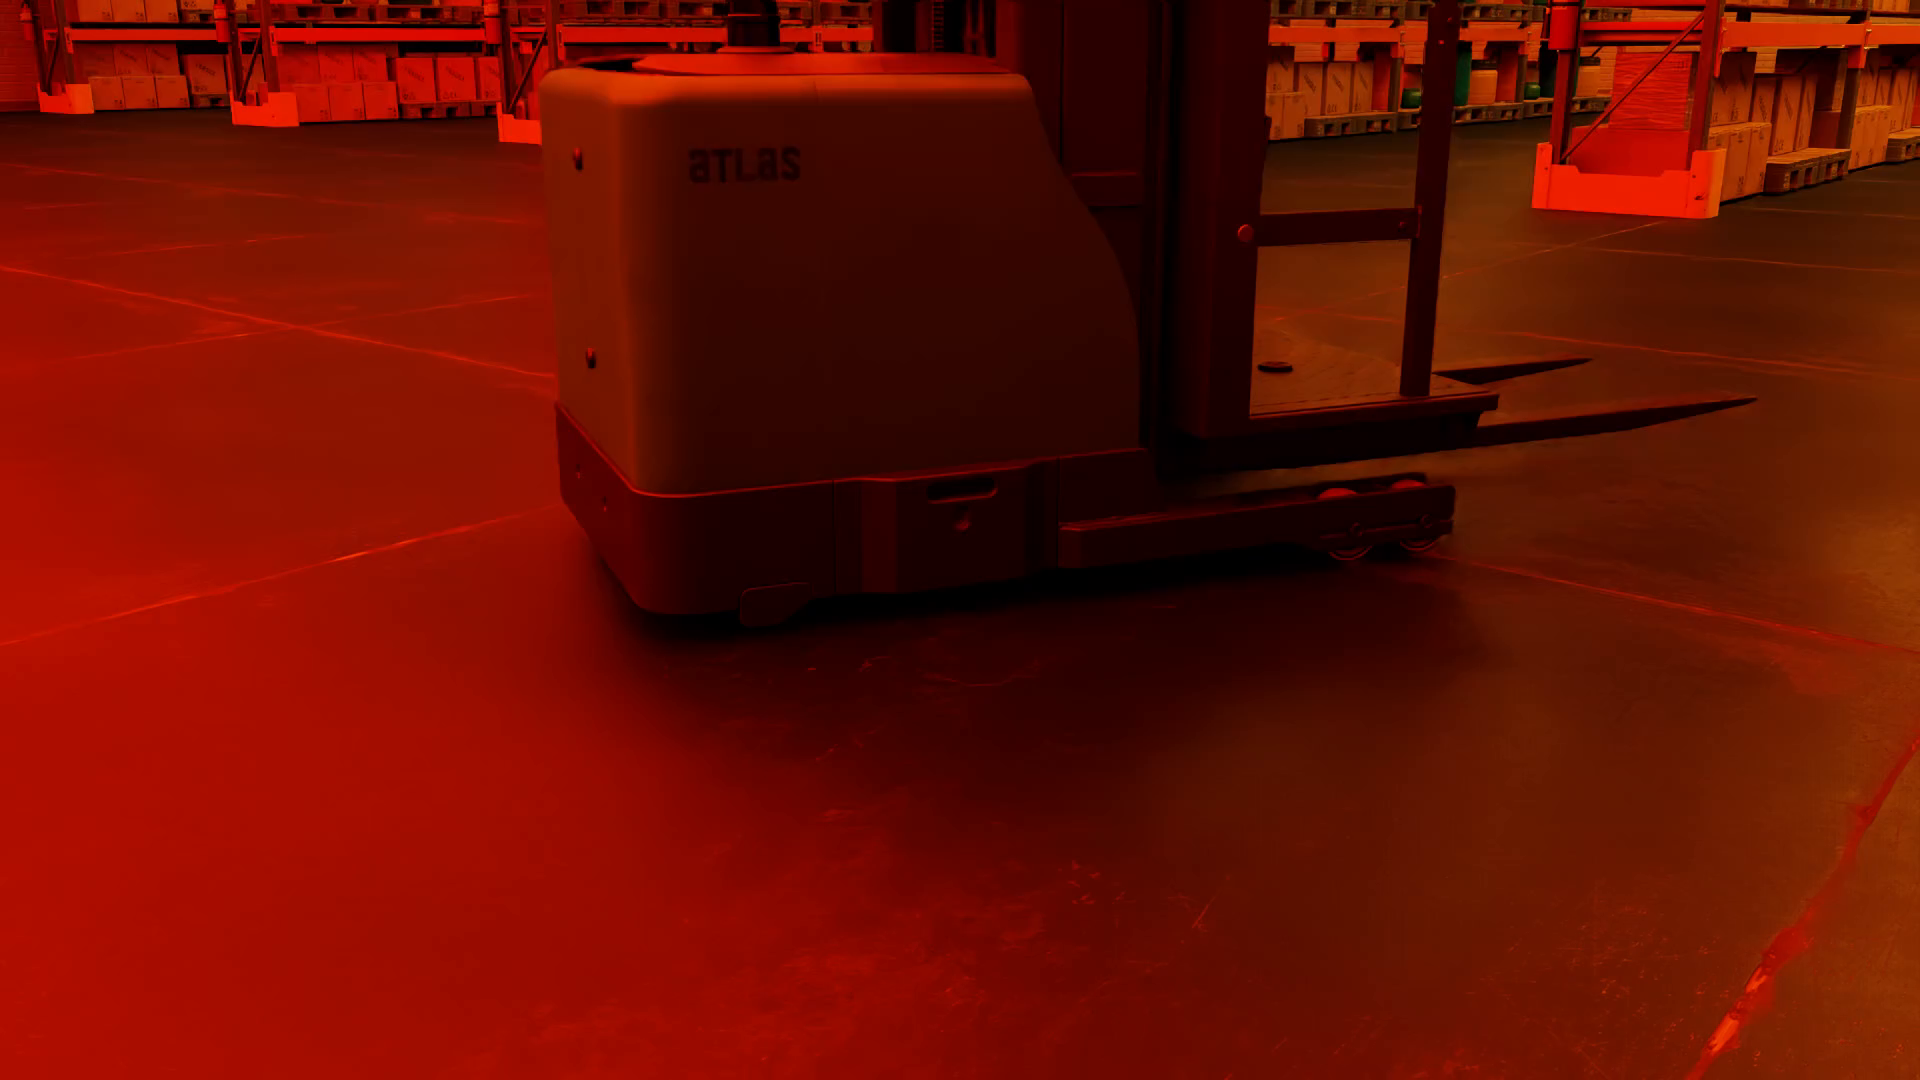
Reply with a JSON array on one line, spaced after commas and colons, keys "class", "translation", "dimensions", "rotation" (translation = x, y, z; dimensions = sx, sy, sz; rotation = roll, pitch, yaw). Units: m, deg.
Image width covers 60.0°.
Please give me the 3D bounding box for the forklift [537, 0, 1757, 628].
[{"class": "forklift", "translation": [0.598, -1.488, 3.797], "dimensions": [3.031, 2.935, 1.130], "rotation": [-7, 18, -22]}]
